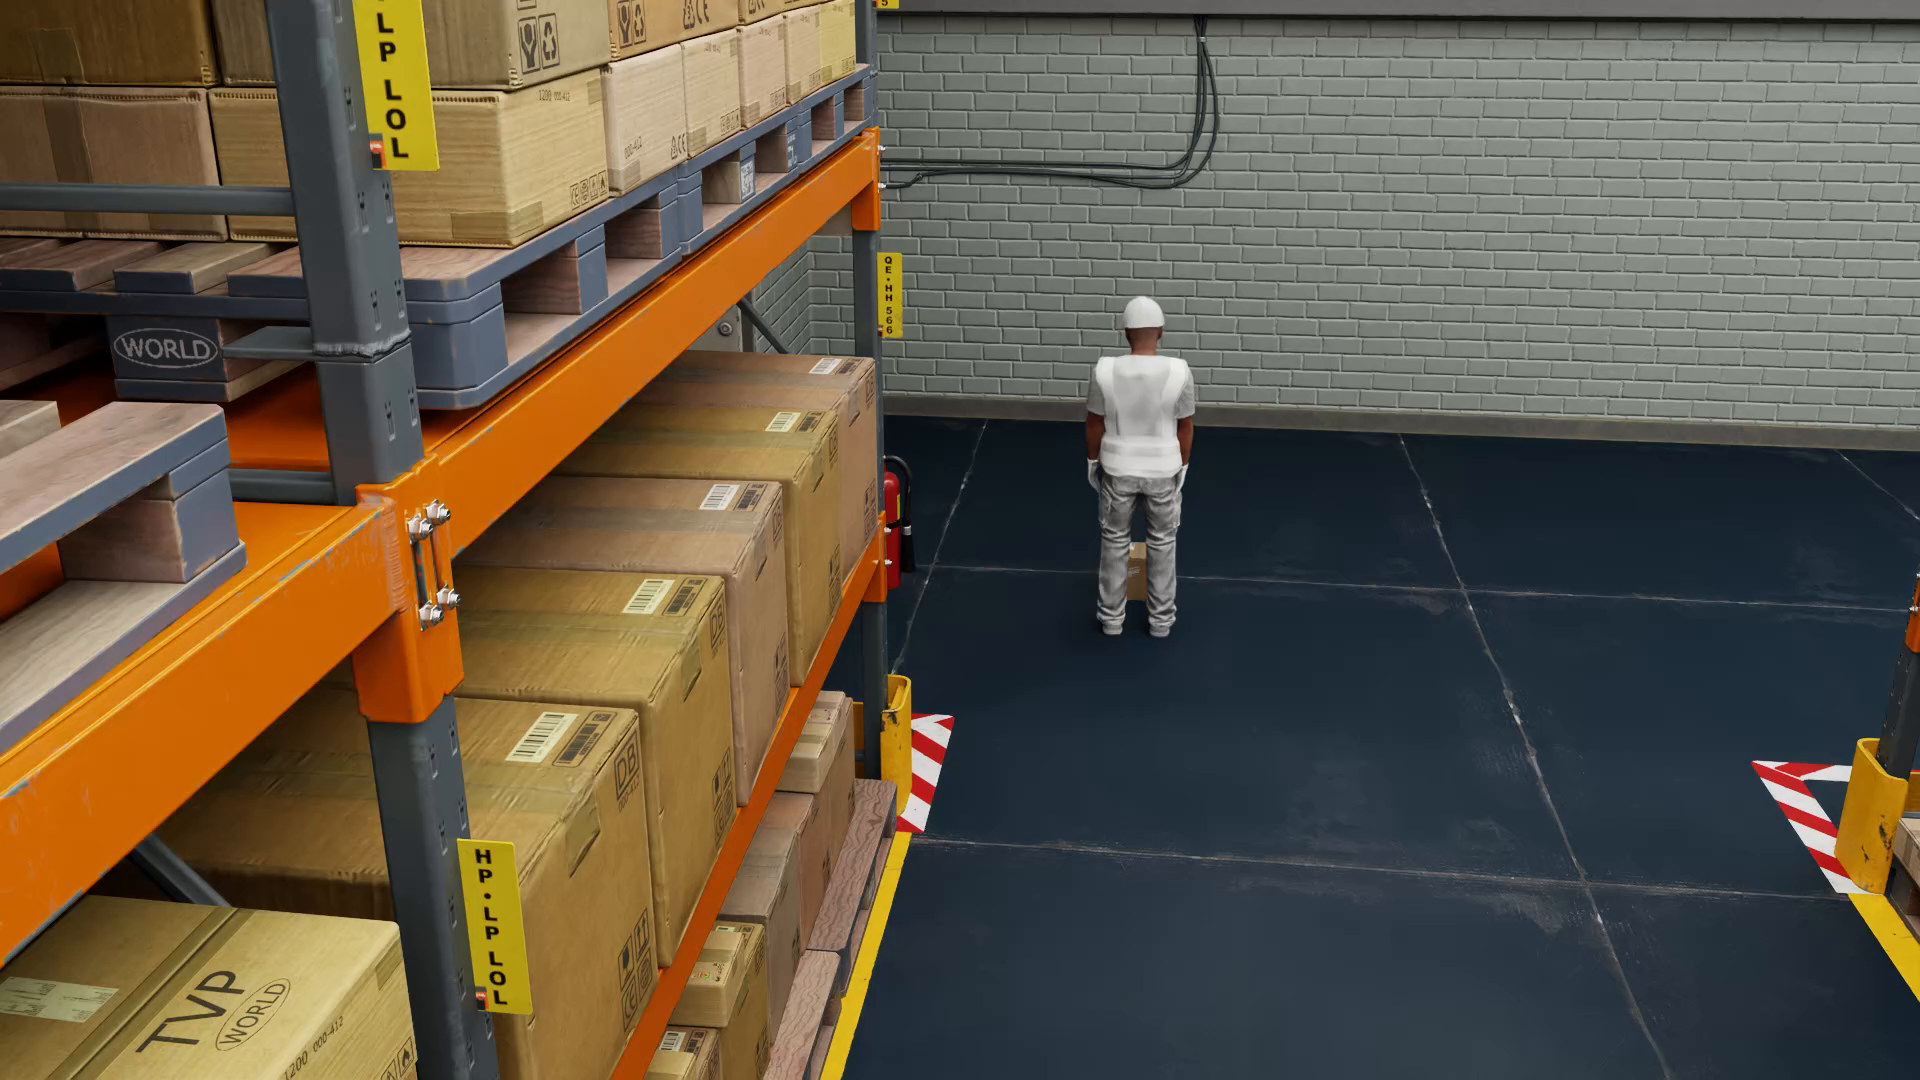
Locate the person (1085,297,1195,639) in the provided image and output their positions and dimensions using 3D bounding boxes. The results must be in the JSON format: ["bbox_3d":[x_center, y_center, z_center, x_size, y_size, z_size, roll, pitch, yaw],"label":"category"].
[{"bbox_3d":[0.909,-0.363,8.509,0.548,1.776,0.361,3,21,7],"label":"person"}]
